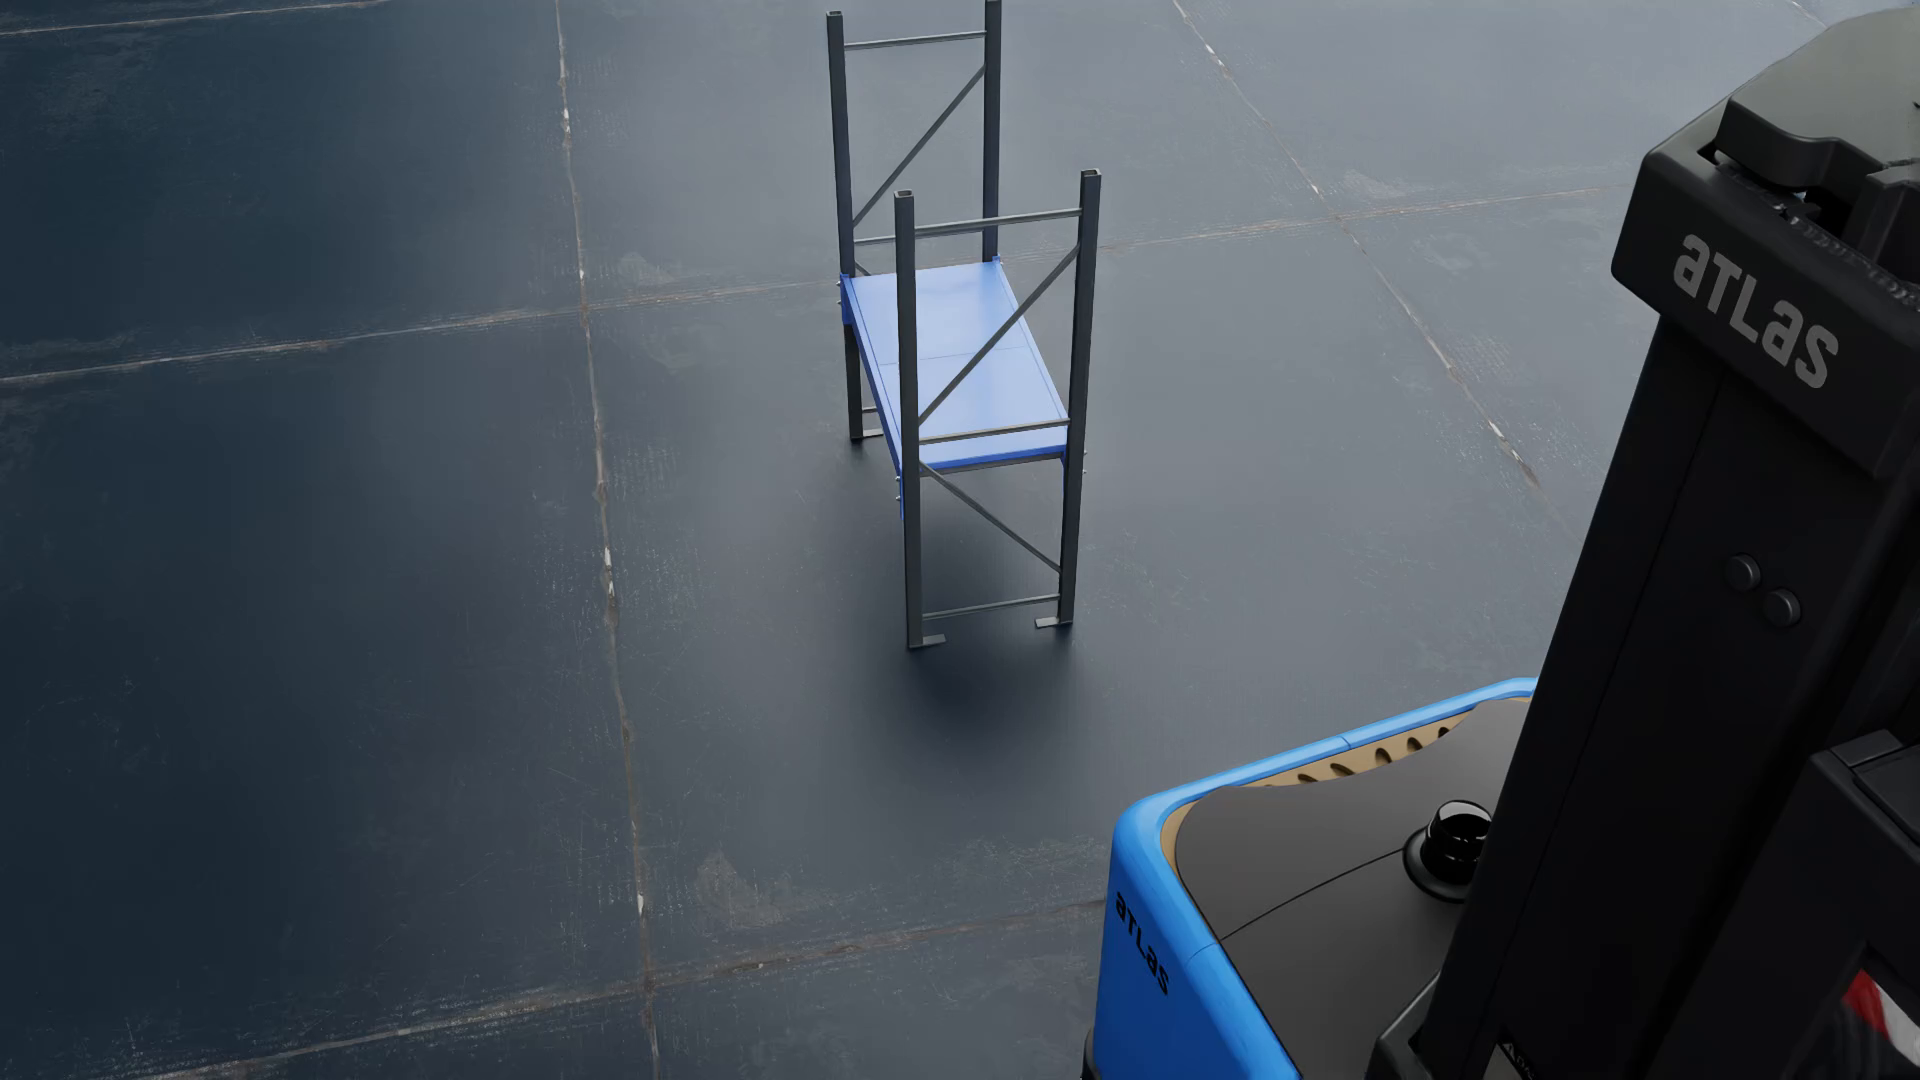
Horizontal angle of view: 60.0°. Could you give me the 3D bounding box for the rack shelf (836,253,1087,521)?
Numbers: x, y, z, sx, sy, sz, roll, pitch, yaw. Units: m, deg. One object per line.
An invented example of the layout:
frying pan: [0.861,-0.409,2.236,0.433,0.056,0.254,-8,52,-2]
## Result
rack shelf: [-0.018,-0.482,4.934,0.538,0.185,1.000,-8,42,-9]

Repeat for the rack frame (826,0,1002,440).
rack frame: [-0.128,-0.946,5.186,0.500,1.500,0.032,-8,42,-9]

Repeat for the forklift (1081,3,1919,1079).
forklift: [1.286,0.991,1.926,1.130,2.935,3.031,-15,44,-16]

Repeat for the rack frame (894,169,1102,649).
rack frame: [0.091,-0.287,4.443,0.500,1.500,0.032,-8,42,-9]

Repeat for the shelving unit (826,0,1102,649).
shelving unit: [-0.018,-0.616,4.814,0.538,1.500,1.048,-8,42,-9]
